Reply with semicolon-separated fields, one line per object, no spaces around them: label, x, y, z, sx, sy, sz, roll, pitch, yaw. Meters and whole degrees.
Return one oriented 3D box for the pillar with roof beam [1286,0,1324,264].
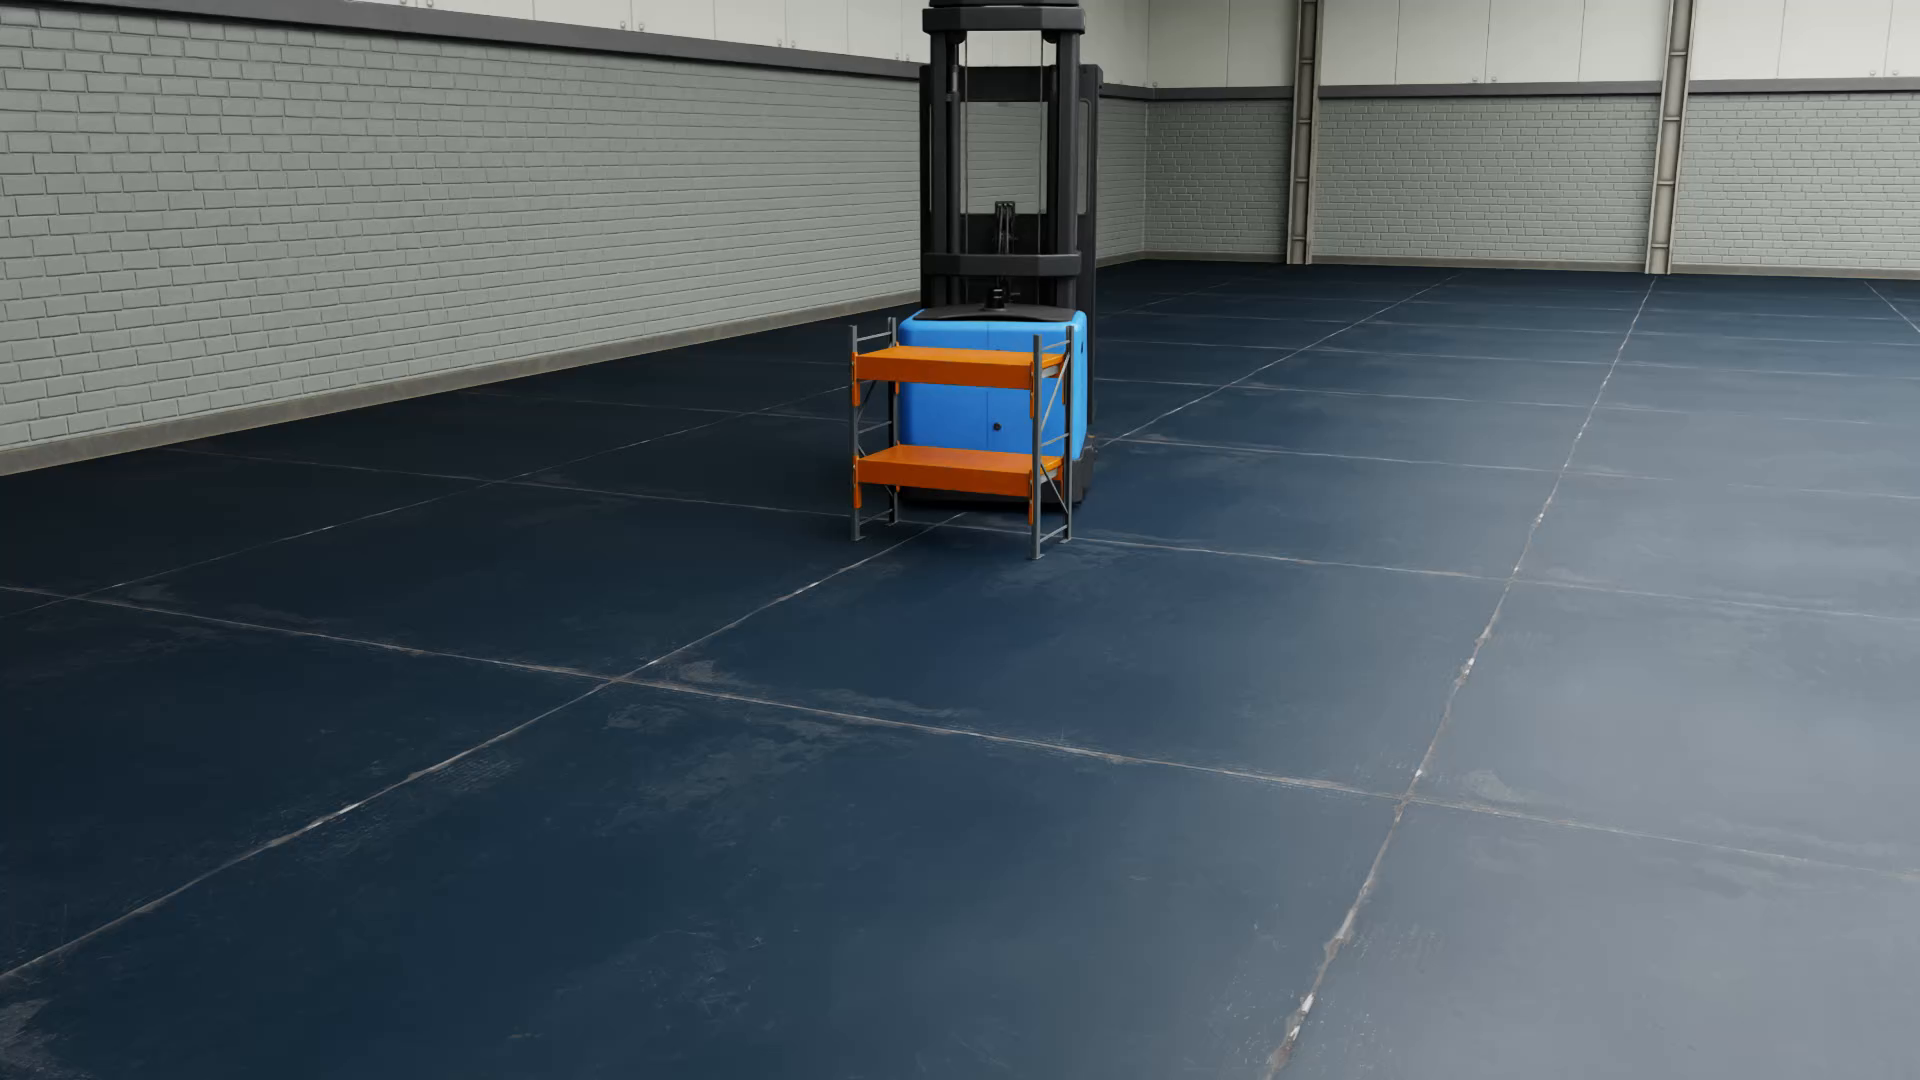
pillar with roof beam;4.382;-8.477;25.182;0.400;9.000;9.100;6;14;23

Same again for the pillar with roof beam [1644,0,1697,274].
pillar with roof beam;9.868;-7.922;22.816;0.400;9.000;9.100;6;14;23

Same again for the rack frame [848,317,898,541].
rack frame;-0.459;-0.594;8.824;0.032;1.125;0.500;6;14;23

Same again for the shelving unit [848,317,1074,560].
shelving unit;0.006;-0.547;8.624;1.048;1.125;0.538;6;14;23

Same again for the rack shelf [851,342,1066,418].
rack shelf;0.006;-0.832;8.557;1.000;0.278;0.538;6;14;23

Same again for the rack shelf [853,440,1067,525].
rack shelf;0.006;-0.309;8.680;1.000;0.278;0.538;6;14;23

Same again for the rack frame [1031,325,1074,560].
rack frame;0.471;-0.500;8.423;0.032;1.125;0.500;6;14;23

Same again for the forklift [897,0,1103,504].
forklift;0.326;-1.916;10.503;1.130;2.935;3.031;2;13;6
